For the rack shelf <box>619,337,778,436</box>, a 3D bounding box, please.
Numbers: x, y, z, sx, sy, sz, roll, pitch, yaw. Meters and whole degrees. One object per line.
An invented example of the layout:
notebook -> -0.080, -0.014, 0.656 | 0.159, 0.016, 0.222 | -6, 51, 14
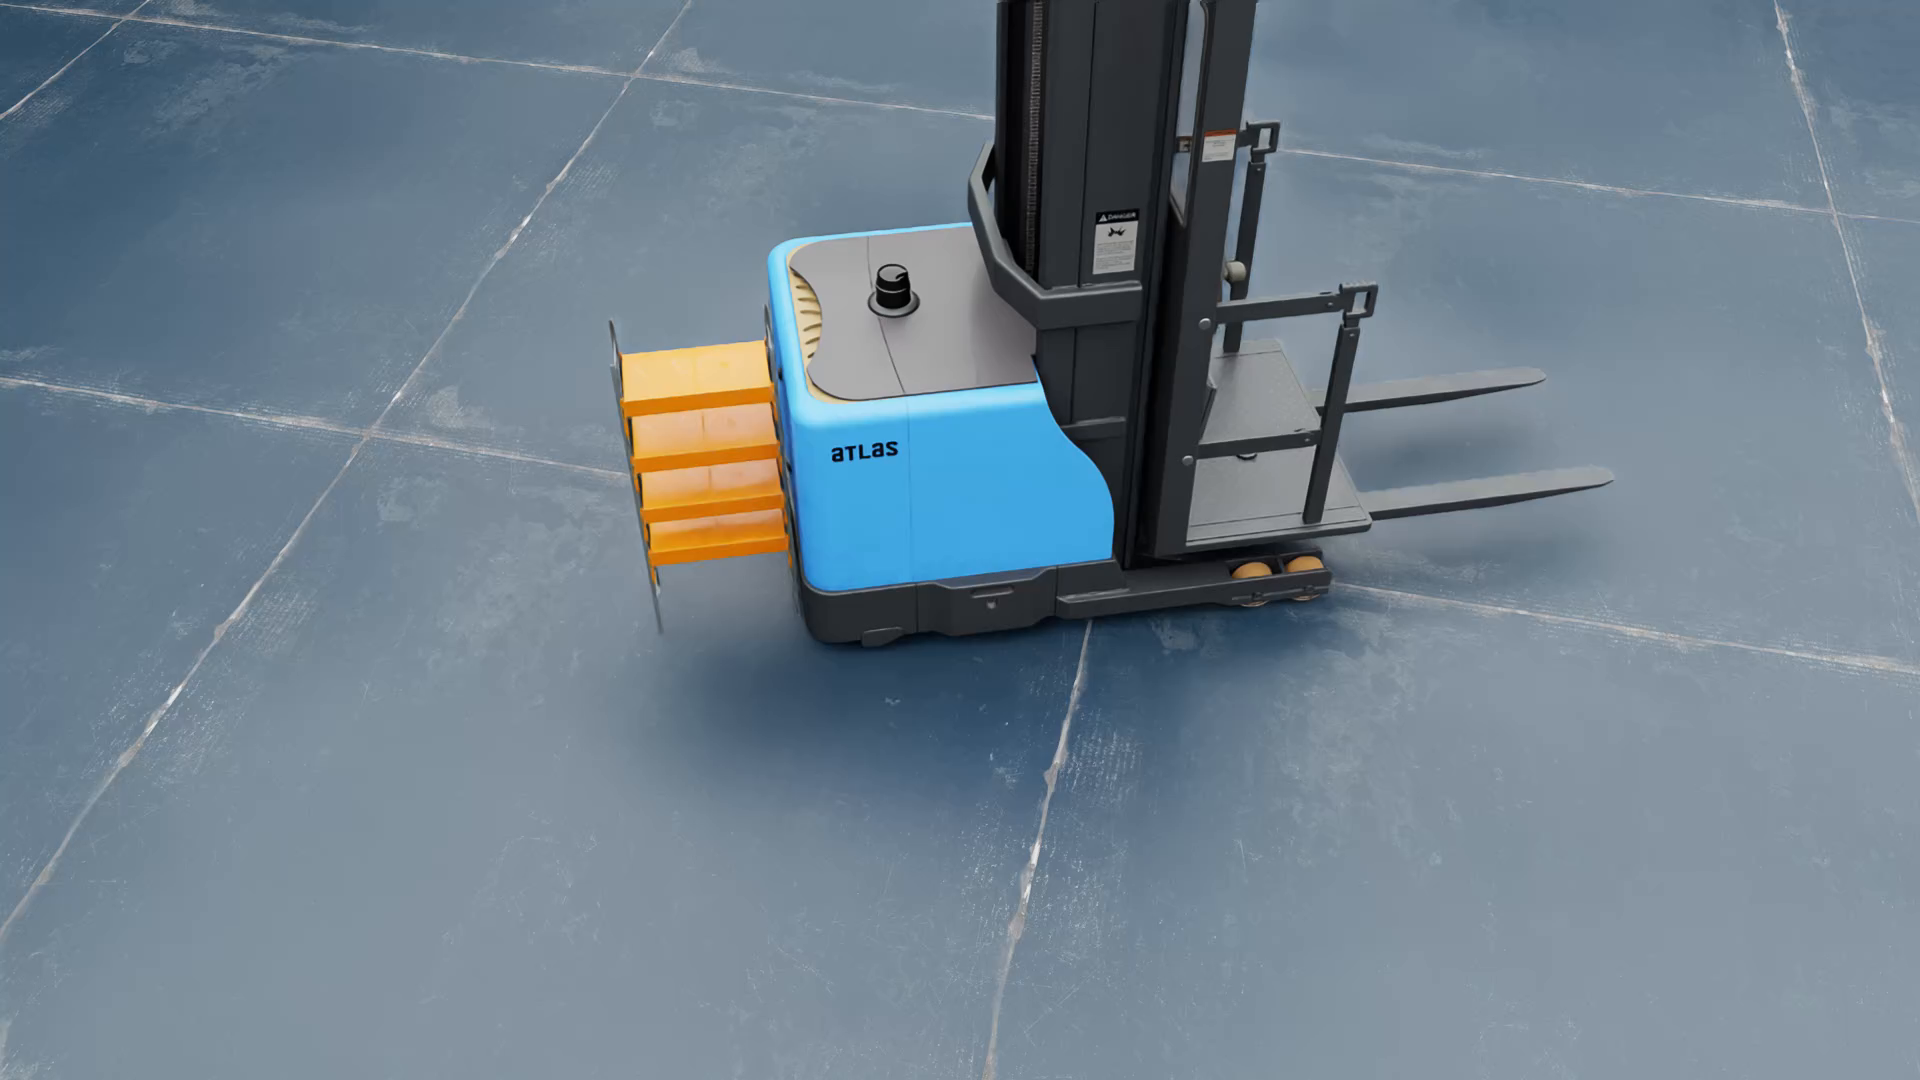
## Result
rack shelf -> -0.841, -0.493, 5.331 | 0.480, 0.148, 0.258 | -7, 44, -7

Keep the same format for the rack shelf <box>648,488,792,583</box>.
rack shelf -> -0.841, -0.019, 5.788 | 0.480, 0.148, 0.258 | -7, 44, -7

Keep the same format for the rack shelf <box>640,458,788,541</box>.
rack shelf -> -0.841, -0.162, 5.650 | 0.480, 0.148, 0.258 | -7, 44, -7

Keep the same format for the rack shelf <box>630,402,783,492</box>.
rack shelf -> -0.841, -0.323, 5.495 | 0.480, 0.148, 0.258 | -7, 44, -7

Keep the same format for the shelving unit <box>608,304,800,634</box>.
shelving unit -> -0.841, -0.210, 5.603 | 0.503, 1.200, 0.258 | -7, 44, -7

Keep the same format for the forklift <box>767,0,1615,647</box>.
forklift -> 0.882, -1.171, 5.353 | 3.031, 2.935, 1.130 | -7, 44, -7

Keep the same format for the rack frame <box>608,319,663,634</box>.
rack frame -> -1.081, -0.182, 5.574 | 0.015, 1.200, 0.240 | -7, 44, -7

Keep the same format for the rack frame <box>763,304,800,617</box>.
rack frame -> -0.600, -0.239, 5.633 | 0.015, 1.200, 0.240 | -7, 44, -7
